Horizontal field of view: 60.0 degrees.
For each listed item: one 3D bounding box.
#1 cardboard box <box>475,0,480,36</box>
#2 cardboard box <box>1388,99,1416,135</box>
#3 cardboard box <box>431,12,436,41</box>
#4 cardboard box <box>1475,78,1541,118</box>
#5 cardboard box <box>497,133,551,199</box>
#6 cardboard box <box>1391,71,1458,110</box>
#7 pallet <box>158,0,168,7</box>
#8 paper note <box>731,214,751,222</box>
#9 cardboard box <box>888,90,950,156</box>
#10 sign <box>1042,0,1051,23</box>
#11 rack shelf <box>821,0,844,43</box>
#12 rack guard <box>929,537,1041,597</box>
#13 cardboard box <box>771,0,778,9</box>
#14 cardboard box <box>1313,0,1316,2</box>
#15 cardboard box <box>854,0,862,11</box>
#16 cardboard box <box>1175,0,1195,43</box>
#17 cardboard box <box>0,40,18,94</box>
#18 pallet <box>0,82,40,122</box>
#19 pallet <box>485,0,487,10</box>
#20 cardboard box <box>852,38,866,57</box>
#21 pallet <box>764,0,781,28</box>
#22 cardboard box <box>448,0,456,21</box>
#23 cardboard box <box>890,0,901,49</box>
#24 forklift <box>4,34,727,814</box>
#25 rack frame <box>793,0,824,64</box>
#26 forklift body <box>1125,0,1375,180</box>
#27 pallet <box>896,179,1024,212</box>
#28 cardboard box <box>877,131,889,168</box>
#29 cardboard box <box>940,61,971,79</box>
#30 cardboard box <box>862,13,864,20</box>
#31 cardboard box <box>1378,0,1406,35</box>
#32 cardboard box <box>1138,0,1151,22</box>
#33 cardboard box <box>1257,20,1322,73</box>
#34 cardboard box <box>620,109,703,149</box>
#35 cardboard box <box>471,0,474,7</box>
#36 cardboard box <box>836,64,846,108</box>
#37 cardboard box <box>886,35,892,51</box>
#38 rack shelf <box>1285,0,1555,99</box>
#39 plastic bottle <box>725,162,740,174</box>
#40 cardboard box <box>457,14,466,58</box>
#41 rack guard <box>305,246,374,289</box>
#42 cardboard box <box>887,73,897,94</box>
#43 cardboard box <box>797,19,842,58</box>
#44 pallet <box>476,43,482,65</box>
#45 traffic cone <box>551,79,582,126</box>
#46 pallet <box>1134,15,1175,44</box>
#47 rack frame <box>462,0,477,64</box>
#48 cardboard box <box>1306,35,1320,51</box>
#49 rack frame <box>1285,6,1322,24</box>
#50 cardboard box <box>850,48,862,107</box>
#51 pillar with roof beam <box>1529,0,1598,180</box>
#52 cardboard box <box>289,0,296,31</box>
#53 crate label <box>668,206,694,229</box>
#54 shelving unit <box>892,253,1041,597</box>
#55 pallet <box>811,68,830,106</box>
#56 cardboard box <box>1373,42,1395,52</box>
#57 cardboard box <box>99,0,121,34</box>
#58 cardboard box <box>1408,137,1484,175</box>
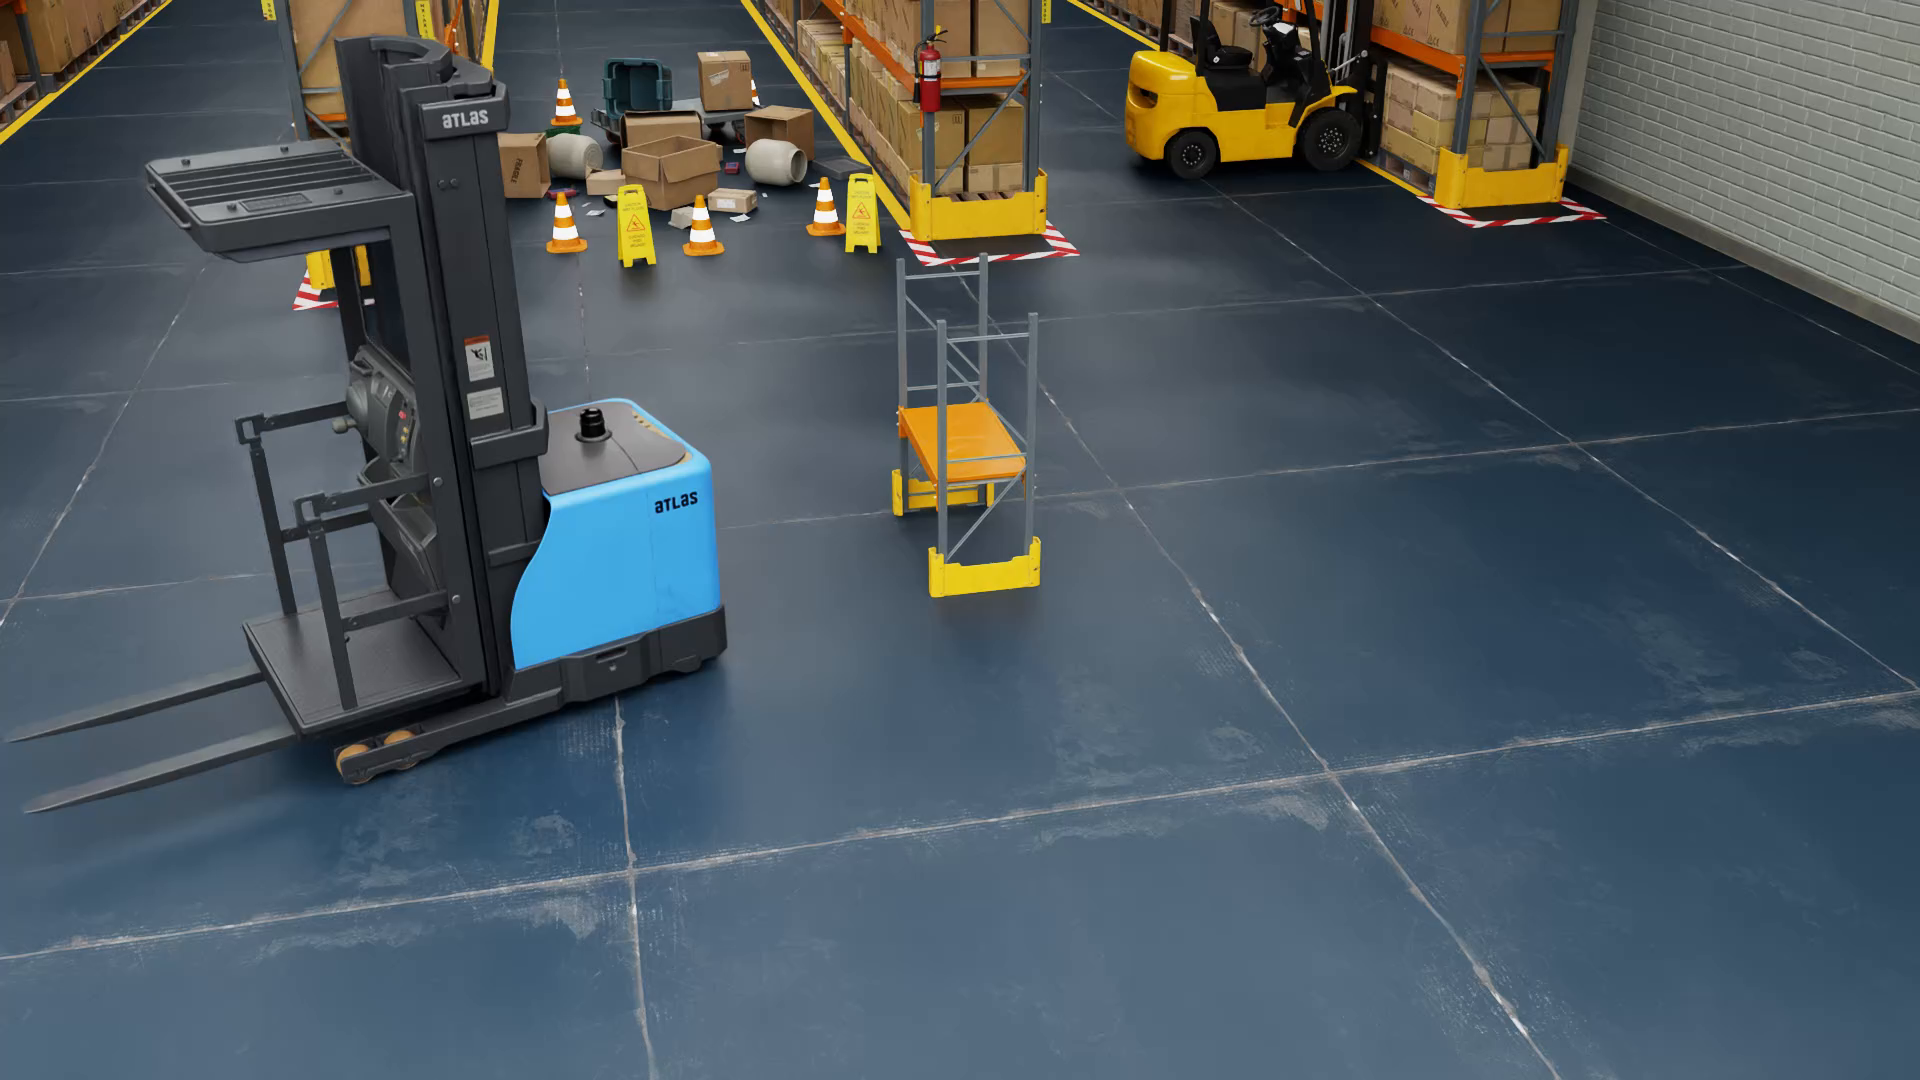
[{"bbox_3d":[-6.573,-6.832,21.765,0.500,0.500,0.500,-7,28,-13],"label":"cardboard box"},{"bbox_3d":[4.496,-4.106,16.087,0.500,0.250,0.500,-6,27,-12],"label":"cardboard box"},{"bbox_3d":[-4.899,-4.190,14.056,0.875,0.550,0.550,-6,27,-12],"label":"cardboard box"},{"bbox_3d":[5.089,-4.156,15.631,0.500,0.250,0.500,-6,27,-12],"label":"cardboard box"},{"bbox_3d":[-4.174,-3.531,15.688,0.500,0.500,0.500,-1,27,-3],"label":"cardboard box"},{"bbox_3d":[4.484,-4.320,15.956,0.500,0.250,0.500,-5,27,-11],"label":"cardboard box"},{"bbox_3d":[-12.827,-8.444,25.745,1.003,0.211,1.213,-6,27,-12],"label":"pallet"},{"bbox_3d":[-1.975,-2.901,14.964,0.148,0.019,0.142,-16,31,-29],"label":"paper note"},{"bbox_3d":[-0.378,-3.863,15.327,0.500,0.500,0.500,-5,27,-10],"label":"cardboard box"},{"bbox_3d":[0.706,-4.456,13.788,0.100,0.325,0.005,-6,27,-12],"label":"sign"},{"bbox_3d":[-1.175,-6.327,19.254,1.077,0.370,4.000,-6,27,-12],"label":"rack shelf"},{"bbox_3d":[0.129,0.140,8.694,0.587,0.250,0.087,-6,27,-12],"label":"rack guard"},{"bbox_3d":[-2.309,-8.257,24.172,0.875,0.875,0.875,-5,27,-10],"label":"cardboard box"},{"bbox_3d":[3.957,-6.099,17.893,0.500,0.500,0.500,-7,28,-13],"label":"cardboard box"},{"bbox_3d":[-0.761,-5.508,16.392,0.500,0.500,0.500,-6,27,-12],"label":"cardboard box"},{"bbox_3d":[3.337,-6.884,21.729,0.875,0.625,0.625,-5,27,-10],"label":"cardboard box"},{"bbox_3d":[-11.110,-5.308,18.723,0.700,0.500,0.500,-7,28,-14],"label":"cardboard box"},{"bbox_3d":[-11.106,-4.932,18.786,1.003,0.211,1.213,-6,27,-12],"label":"pallet"},{"bbox_3d":[-7.791,-8.318,25.496,1.003,0.211,1.213,-6,27,-12],"label":"pallet"},{"bbox_3d":[-0.884,-5.007,16.874,0.380,0.149,0.250,-6,27,-11],"label":"cardboard box"},{"bbox_3d":[-2.280,-7.706,24.283,1.003,0.211,1.213,-6,27,-12],"label":"pallet"},{"bbox_3d":[-5.380,-5.526,16.758,0.500,0.500,0.500,-6,27,-11],"label":"cardboard box"},{"bbox_3d":[-0.322,-4.622,14.637,0.500,0.500,0.500,-6,27,-11],"label":"cardboard box"},{"bbox_3d":[-2.638,-0.529,7.044,3.031,2.935,1.130,-17,31,-30],"label":"forklift"},{"bbox_3d":[-1.625,-7.526,20.832,1.000,3.000,0.127,-6,27,-12],"label":"rack frame"},{"bbox_3d":[2.808,-4.788,16.349,2.313,2.155,1.214,-6,27,-12],"label":"forklift body"},{"bbox_3d":[0.012,-3.163,15.282,1.003,0.211,1.213,-6,27,-12],"label":"pallet"},{"bbox_3d":[-0.499,-3.759,15.954,0.500,0.250,0.500,-7,28,-13],"label":"cardboard box"},{"bbox_3d":[-0.115,-4.044,14.212,0.380,0.149,0.250,-5,27,-10],"label":"cardboard box"},{"bbox_3d":[-0.769,-5.268,16.636,0.380,0.149,0.250,-6,27,-12],"label":"cardboard box"},{"bbox_3d":[4.422,-5.207,16.127,0.500,0.500,0.500,-6,27,-13],"label":"cardboard box"},{"bbox_3d":[2.802,-7.488,23.064,0.500,0.500,0.500,-6,27,-12],"label":"cardboard box"},{"bbox_3d":[3.983,-5.631,19.247,0.875,0.625,0.625,-5,27,-9],"label":"cardboard box"},{"bbox_3d":[-2.904,-3.884,16.236,0.797,0.637,0.503,-6,27,-12],"label":"cardboard box"},{"bbox_3d":[-6.459,-6.935,21.137,0.500,0.250,0.500,-6,27,-12],"label":"cardboard box"},{"bbox_3d":[-0.845,-5.014,18.306,0.950,0.372,0.625,-6,27,-11],"label":"cardboard box"},{"bbox_3d":[-0.472,-4.599,15.311,0.380,0.149,0.250,-6,27,-12],"label":"cardboard box"},{"bbox_3d":[4.562,-5.076,16.777,1.077,0.370,4.000,-6,27,-12],"label":"rack shelf"},{"bbox_3d":[-2.260,-3.701,16.515,0.133,0.061,0.283,-1,27,-3],"label":"plastic bottle"},{"bbox_3d":[-6.175,-5.502,18.853,1.050,0.750,0.750,-6,27,-11],"label":"cardboard box"},{"bbox_3d":[-4.617,-2.340,13.332,1.175,0.500,0.348,-6,27,-12],"label":"rack guard"},{"bbox_3d":[-0.459,-4.188,15.253,0.380,0.149,0.250,-5,27,-11],"label":"cardboard box"},{"bbox_3d":[-1.508,-6.291,20.836,0.950,0.372,0.625,-8,28,-15],"label":"cardboard box"},{"bbox_3d":[-6.600,-6.077,21.056,1.003,0.211,1.213,-6,27,-12],"label":"pallet"},{"bbox_3d":[-4.355,-4.832,18.311,0.336,0.463,0.334,-6,27,-12],"label":"traffic cone"},{"bbox_3d":[3.078,-7.118,23.119,1.003,0.211,1.213,-6,27,-12],"label":"pallet"},{"bbox_3d":[-6.425,-6.979,19.748,1.000,3.000,0.127,-6,27,-12],"label":"rack frame"},{"bbox_3d":[4.020,-5.212,17.723,0.500,0.250,0.500,-6,27,-12],"label":"cardboard box"},{"bbox_3d":[4.111,-6.276,18.354,1.000,3.000,0.127,-6,27,-12],"label":"rack frame"},{"bbox_3d":[-0.854,-4.778,17.141,0.500,0.500,0.500,-5,27,-9],"label":"cardboard box"},{"bbox_3d":[1.540,-7.158,13.444,9.100,9.000,0.400,-6,27,-12],"label":"pillar with roof beam"},{"bbox_3d":[-4.882,-4.415,13.303,0.875,0.550,0.550,-6,27,-12],"label":"cardboard box"},{"bbox_3d":[-2.419,-2.871,14.785,0.250,0.136,0.298,-23,35,-38],"label":"crate label"},{"bbox_3d":[0.017,-0.636,8.846,0.587,1.500,1.083,-6,27,-12],"label":"shelving unit"},{"bbox_3d":[-1.179,-5.403,19.721,1.003,0.211,1.213,-6,27,-12],"label":"pallet"},{"bbox_3d":[4.640,-5.041,17.385,0.500,0.250,0.500,-6,27,-11],"label":"cardboard box"},{"bbox_3d":[-12.018,-7.236,22.148,1.225,0.875,0.875,-6,27,-11],"label":"cardboard box"},{"bbox_3d":[4.599,-3.654,15.745,0.500,0.250,0.500,-6,27,-11],"label":"cardboard box"}]
